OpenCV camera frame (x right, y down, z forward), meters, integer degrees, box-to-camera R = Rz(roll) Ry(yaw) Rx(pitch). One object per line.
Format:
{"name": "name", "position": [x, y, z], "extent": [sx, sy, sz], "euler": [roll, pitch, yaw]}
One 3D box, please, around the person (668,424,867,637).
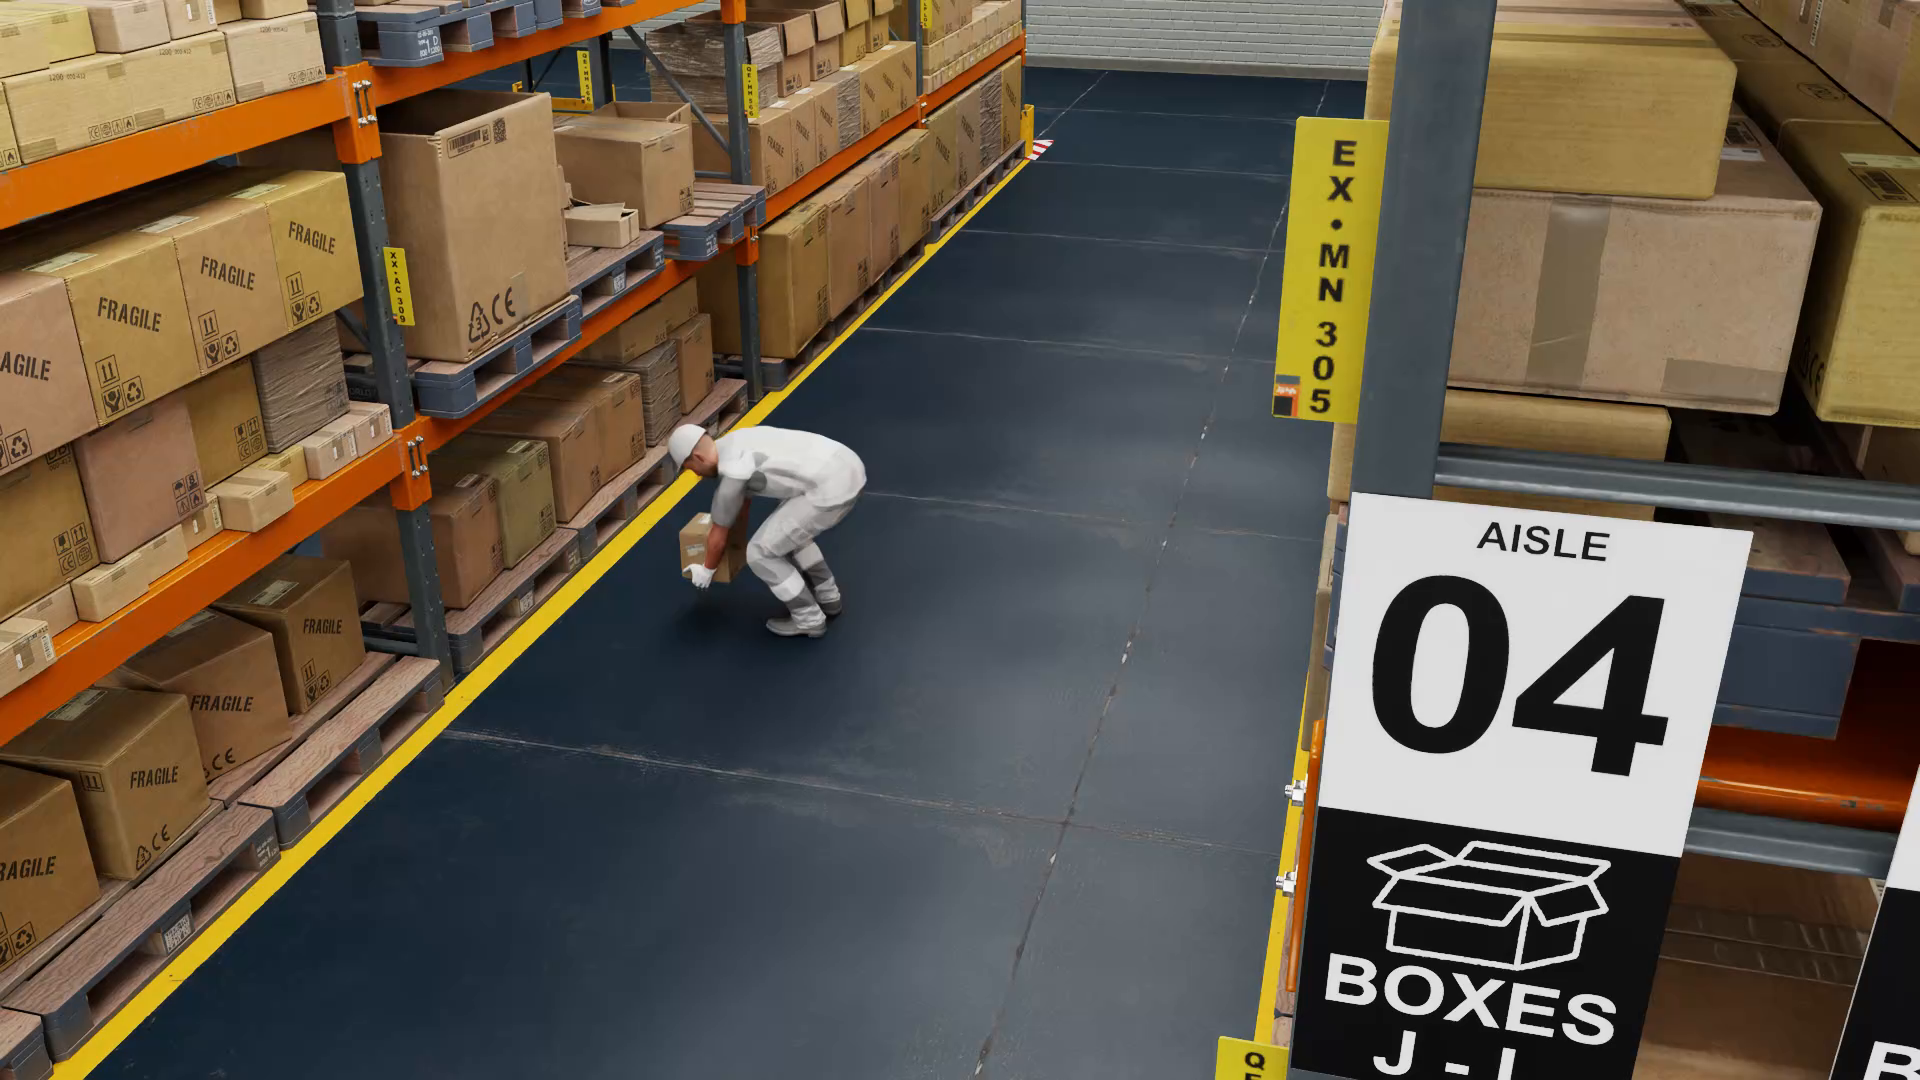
{"name": "person", "position": [-0.935, -0.067, 8.137], "extent": [0.958, 1.012, 0.534], "euler": [5, 26, 11]}
